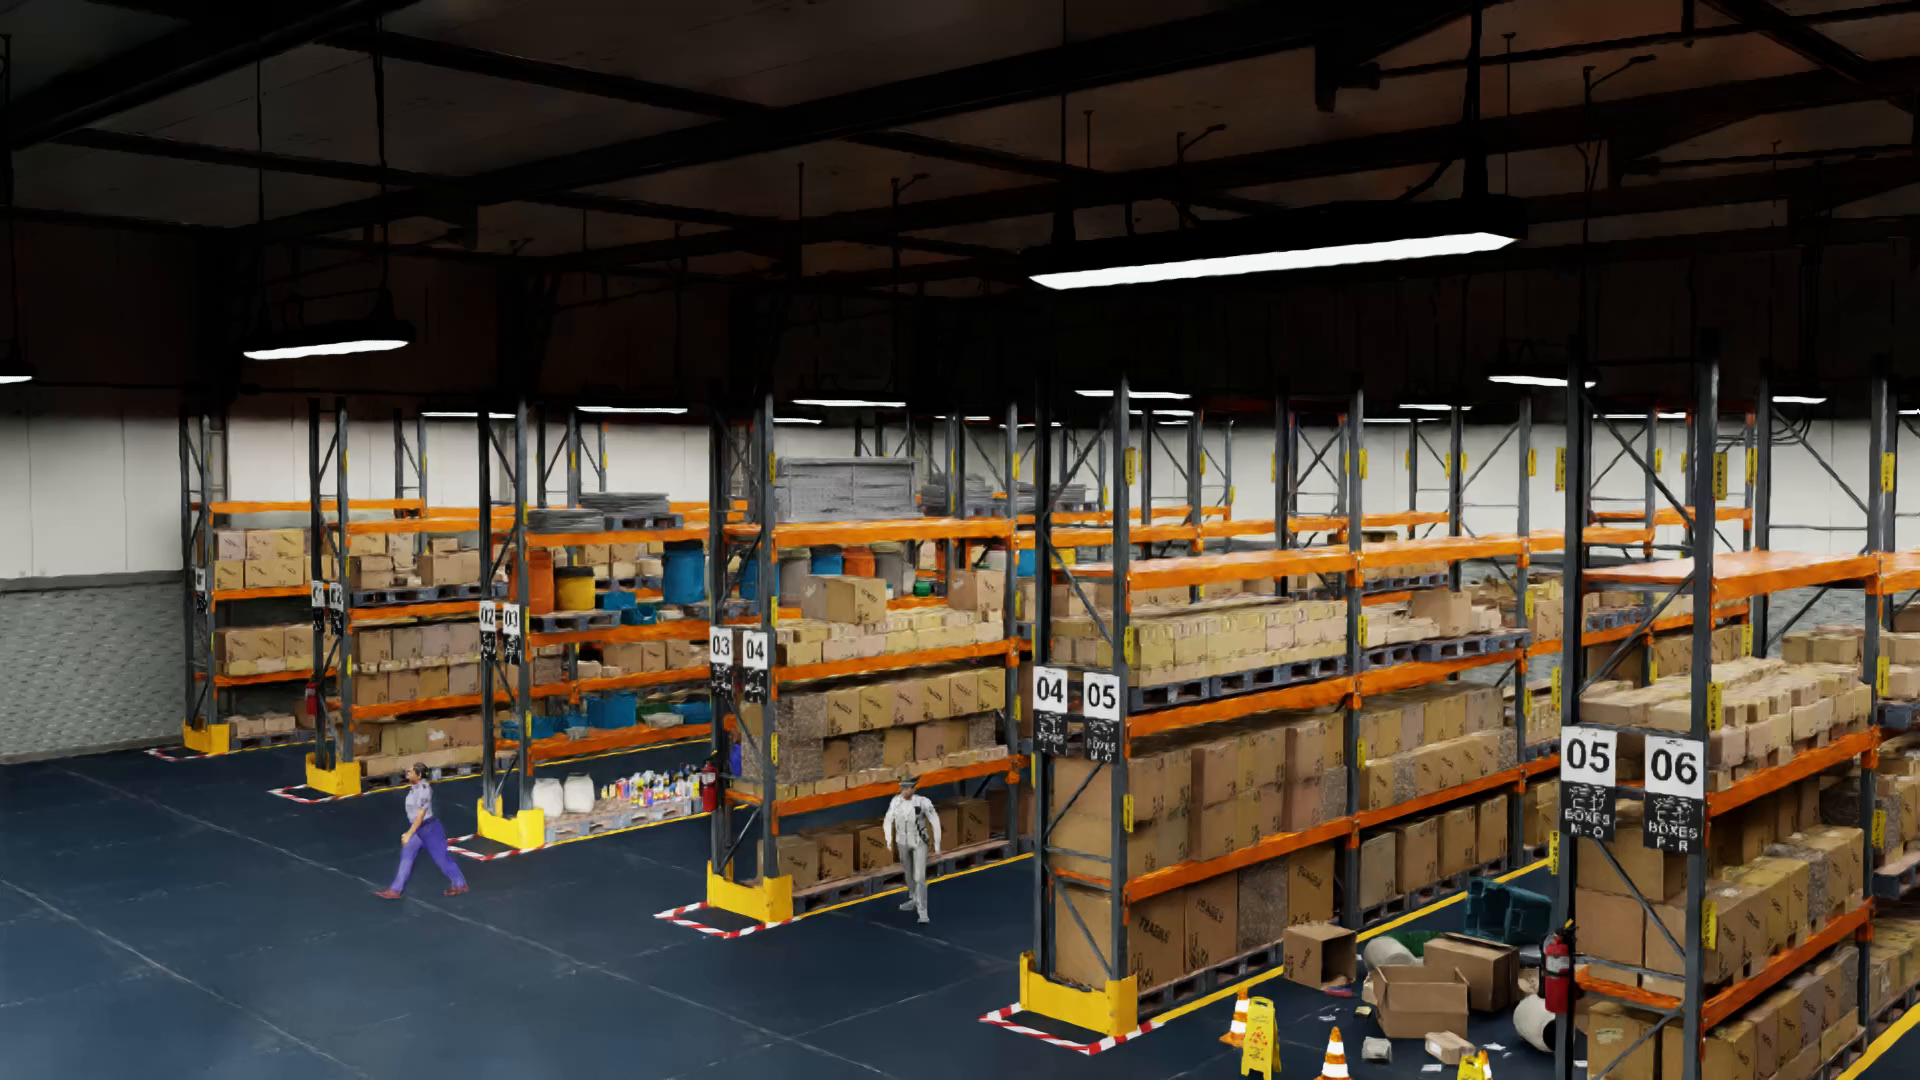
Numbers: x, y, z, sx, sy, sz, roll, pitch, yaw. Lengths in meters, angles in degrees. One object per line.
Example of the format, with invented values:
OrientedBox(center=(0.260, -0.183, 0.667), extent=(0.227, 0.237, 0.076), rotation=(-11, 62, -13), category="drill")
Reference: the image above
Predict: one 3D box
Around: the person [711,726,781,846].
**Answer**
OrientedBox(center=(-2.784, 3.208, 21.762), extent=(0.914, 1.600, 0.472), rotation=(-2, 3, -30), category="person")

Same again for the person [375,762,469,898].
OrientedBox(center=(-6.221, 3.356, 19.211), extent=(0.987, 1.561, 0.476), rotation=(-2, 4, -37), category="person")

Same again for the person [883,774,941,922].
OrientedBox(center=(-0.514, 3.378, 18.478), extent=(0.640, 1.617, 0.770), rotation=(1, 3, 24), category="person")
